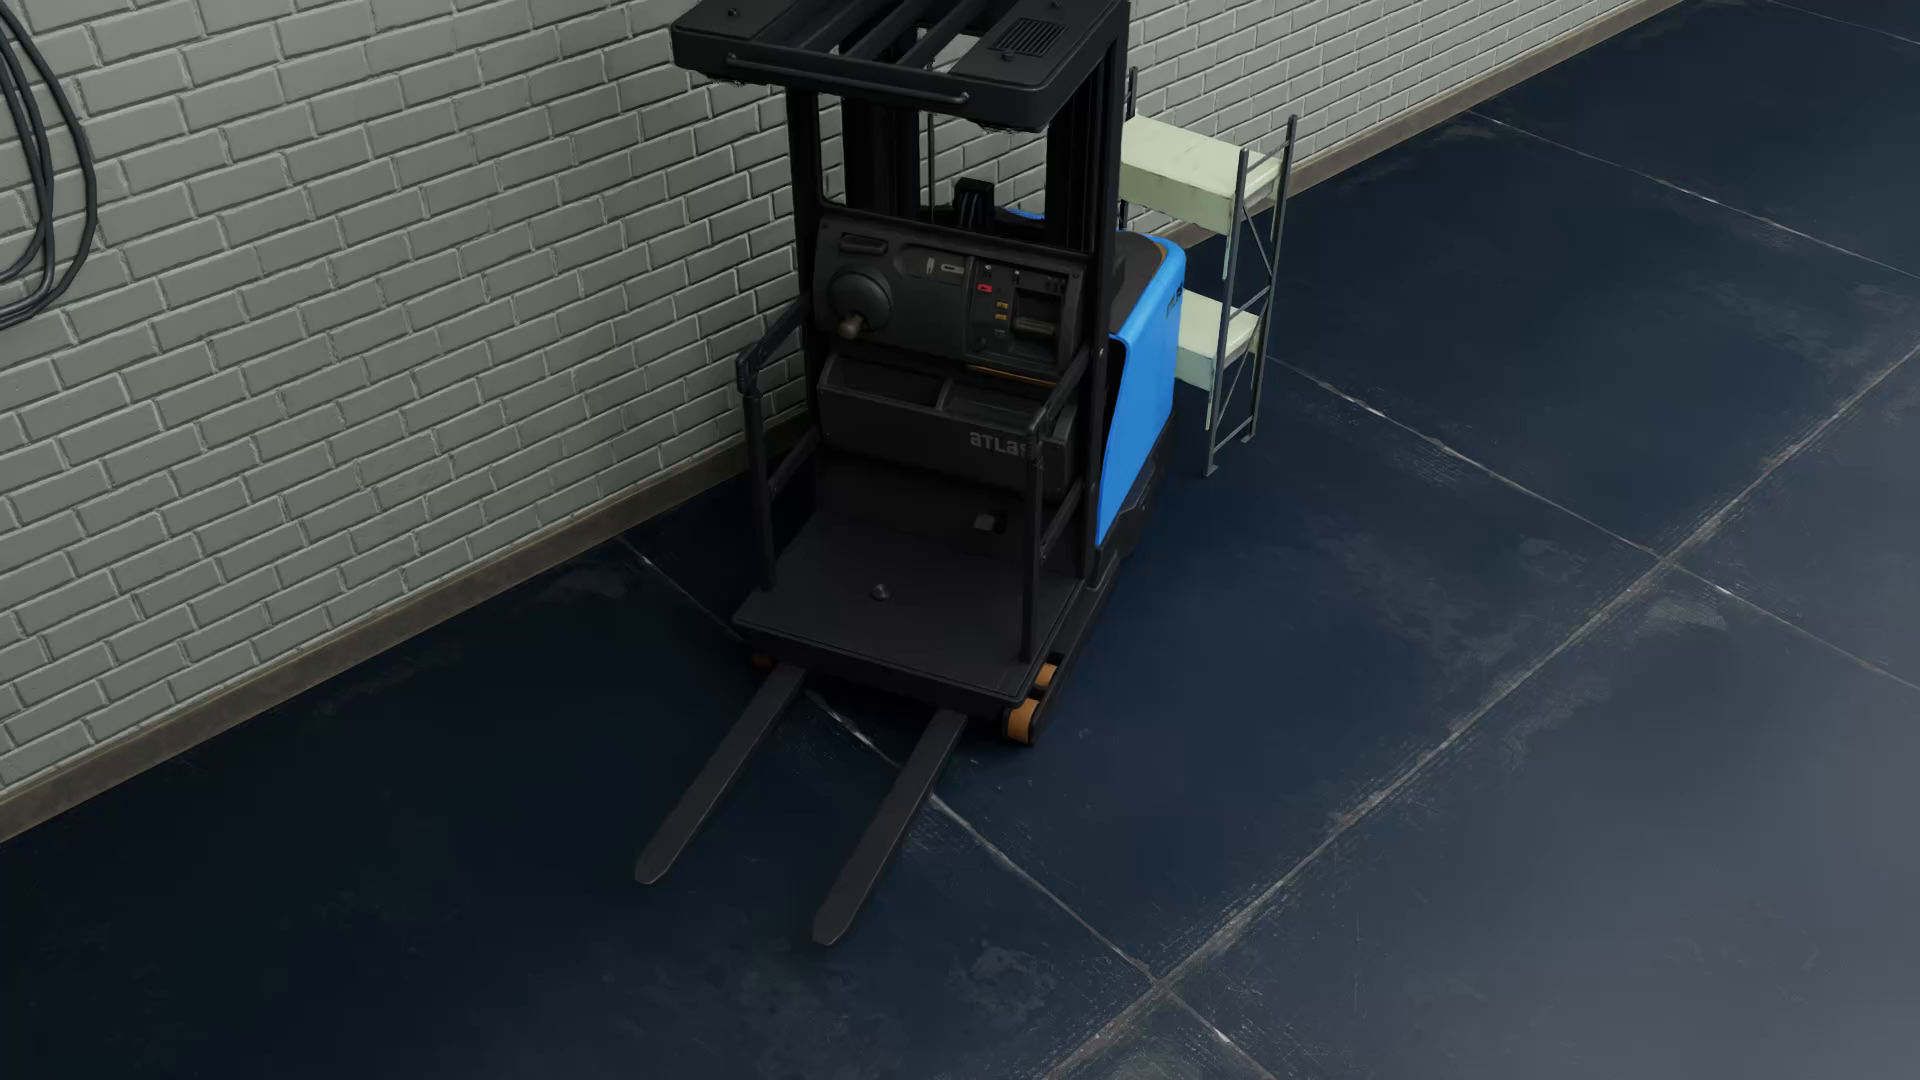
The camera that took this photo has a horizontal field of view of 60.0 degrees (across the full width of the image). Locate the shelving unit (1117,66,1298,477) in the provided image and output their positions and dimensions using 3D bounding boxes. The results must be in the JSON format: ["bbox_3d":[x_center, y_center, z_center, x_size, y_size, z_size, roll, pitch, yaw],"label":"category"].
[{"bbox_3d":[0.878,-1.094,6.911,0.755,1.500,0.431,26,46,29],"label":"shelving unit"}]

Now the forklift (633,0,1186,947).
[{"bbox_3d":[-0.127,-0.727,5.317,1.130,2.935,3.031,14,41,17],"label":"forklift"}]

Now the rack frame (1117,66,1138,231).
[{"bbox_3d":[0.590,-1.236,7.087,0.023,1.500,0.400,26,46,29],"label":"rack frame"}]

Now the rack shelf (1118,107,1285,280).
[{"bbox_3d":[0.878,-1.398,6.666,0.720,0.370,0.431,26,46,29],"label":"rack shelf"}]

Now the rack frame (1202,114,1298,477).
[{"bbox_3d":[1.166,-0.952,6.735,0.023,1.500,0.400,26,46,29],"label":"rack frame"}]

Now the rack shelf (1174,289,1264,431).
[{"bbox_3d":[0.878,-0.841,7.116,0.720,0.370,0.431,26,46,29],"label":"rack shelf"}]

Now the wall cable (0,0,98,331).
[{"bbox_3d":[-3.573,-1.047,3.355,3.097,2.526,0.112,-30,48,-32],"label":"wall cable"}]
